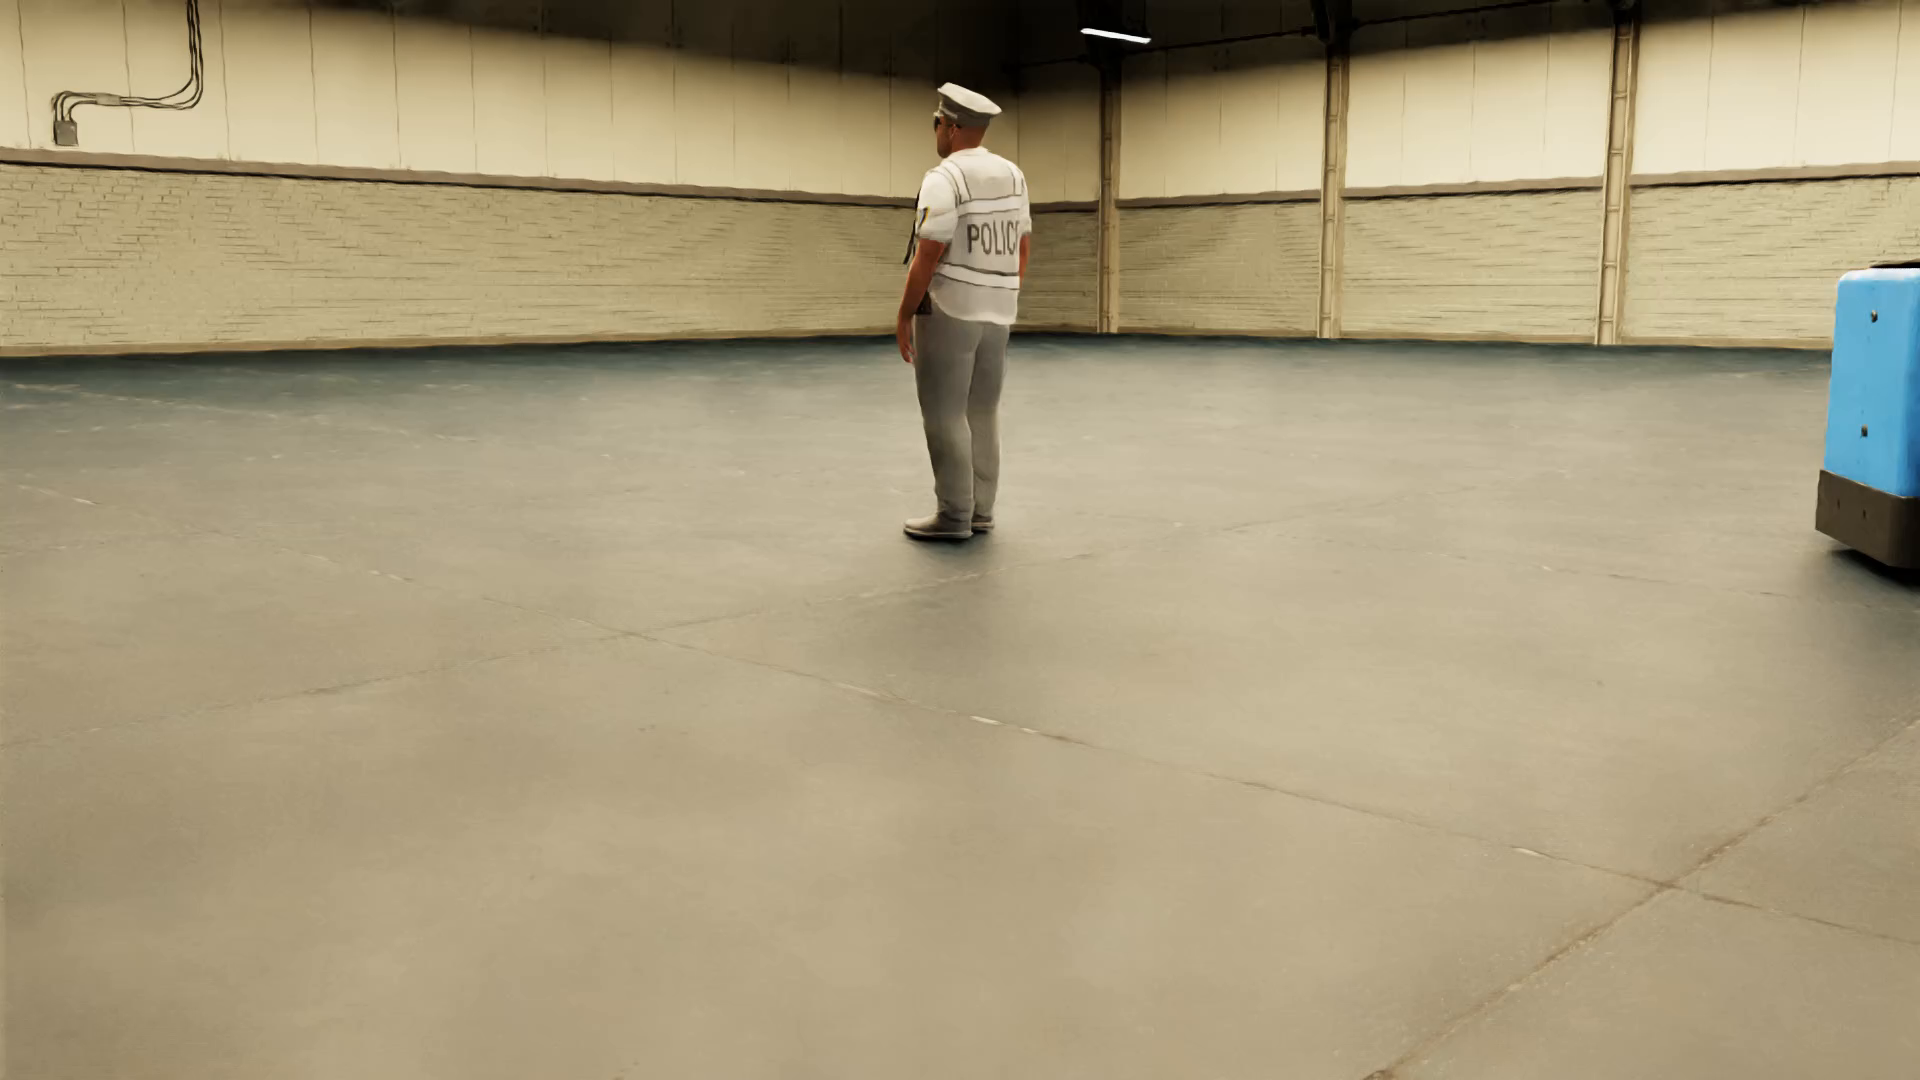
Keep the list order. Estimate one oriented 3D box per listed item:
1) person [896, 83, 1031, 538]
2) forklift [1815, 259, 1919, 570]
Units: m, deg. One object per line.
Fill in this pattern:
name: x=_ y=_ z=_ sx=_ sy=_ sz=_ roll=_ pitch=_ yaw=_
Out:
person: x=-0.048 y=-0.898 z=6.645 sx=0.574 sy=1.781 sz=0.640 roll=8 pitch=12 yaw=43
forklift: x=4.729 y=-1.307 z=5.554 sx=3.031 sy=2.935 sz=1.130 roll=2 pitch=9 yaw=12
